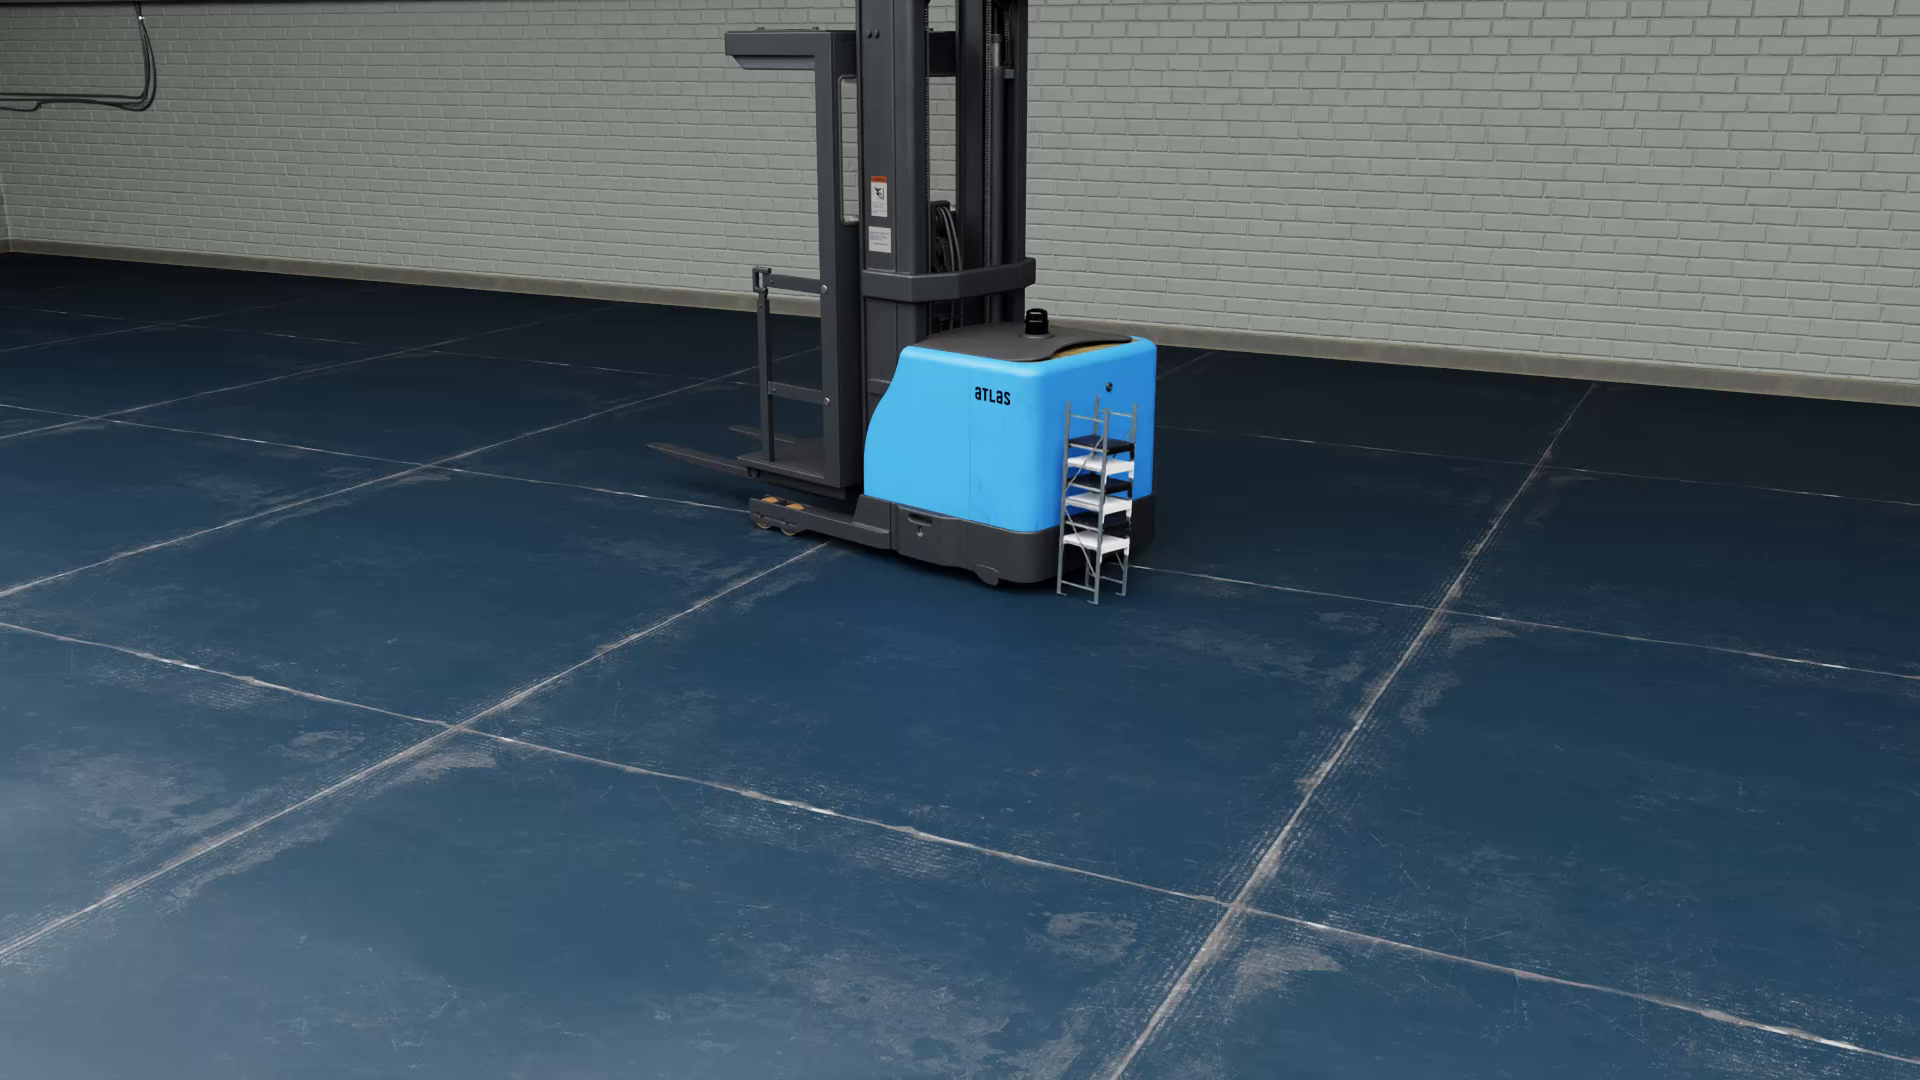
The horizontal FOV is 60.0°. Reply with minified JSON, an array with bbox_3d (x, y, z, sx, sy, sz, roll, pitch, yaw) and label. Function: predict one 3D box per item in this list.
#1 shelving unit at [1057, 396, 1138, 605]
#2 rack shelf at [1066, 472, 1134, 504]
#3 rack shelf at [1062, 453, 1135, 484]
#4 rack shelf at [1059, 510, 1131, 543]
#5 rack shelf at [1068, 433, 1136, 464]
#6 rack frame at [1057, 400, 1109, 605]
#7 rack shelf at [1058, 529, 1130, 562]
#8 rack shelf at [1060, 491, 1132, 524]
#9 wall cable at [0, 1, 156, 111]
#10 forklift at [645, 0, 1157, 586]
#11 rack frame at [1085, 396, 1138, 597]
[{"bbox_3d":[0.620,-0.183,7.542,0.258,0.900,0.210,15,20,41],"label":"shelving unit"},{"bbox_3d":[0.622,-0.237,7.527,0.258,0.077,0.200,15,20,41],"label":"rack shelf"},{"bbox_3d":[0.625,-0.324,7.505,0.258,0.077,0.200,15,20,41],"label":"rack shelf"},{"bbox_3d":[0.616,-0.063,7.573,0.258,0.077,0.200,15,20,41],"label":"rack shelf"},{"bbox_3d":[0.628,-0.411,7.482,0.258,0.077,0.200,15,20,41],"label":"rack shelf"},{"bbox_3d":[0.550,-0.166,7.470,0.240,0.900,0.006,15,20,41],"label":"rack frame"},{"bbox_3d":[0.612,0.024,7.596,0.258,0.077,0.200,15,20,41],"label":"rack shelf"},{"bbox_3d":[0.619,-0.150,7.550,0.258,0.077,0.200,15,20,41],"label":"rack shelf"},{"bbox_3d":[-10.401,-6.188,19.007,3.097,2.526,0.112,8,18,25],"label":"wall cable"},{"bbox_3d":[-0.467,-1.524,8.509,3.031,2.935,1.130,14,22,40],"label":"forklift"},{"bbox_3d":[0.690,-0.199,7.614,0.240,0.900,0.006,15,20,41],"label":"rack frame"}]
